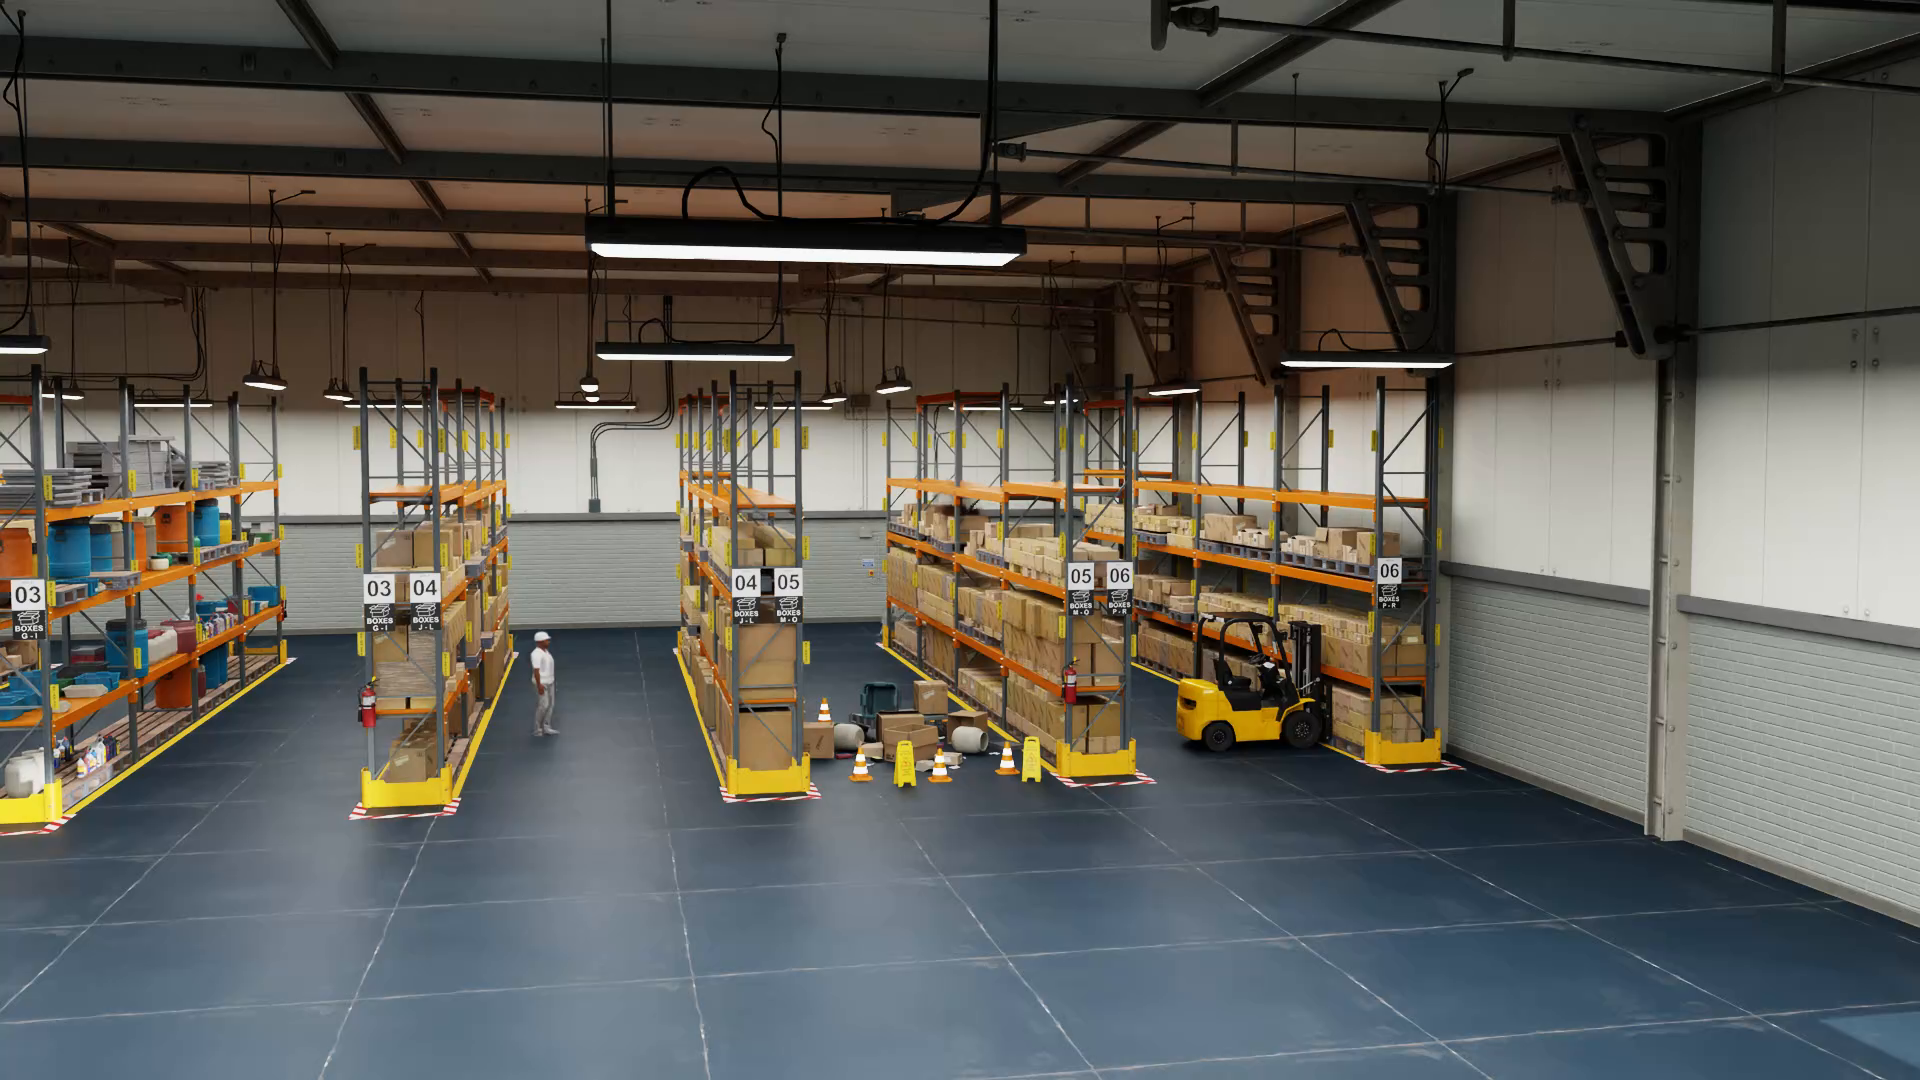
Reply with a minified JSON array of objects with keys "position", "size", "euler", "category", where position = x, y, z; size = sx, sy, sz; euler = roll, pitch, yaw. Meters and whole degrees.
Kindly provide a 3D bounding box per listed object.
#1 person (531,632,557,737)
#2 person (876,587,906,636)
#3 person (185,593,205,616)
[{"position":[-7.088,2.482,28.380],"size":[0.426,1.843,0.628],"euler":[1,4,15],"category":"person"},{"position":[-1.670,1.663,42.555],"size":[0.872,1.612,0.547],"euler":[-3,5,-42],"category":"person"},{"position":[-16.062,2.048,35.170],"size":[0.576,1.831,0.552],"euler":[3,5,44],"category":"person"}]
